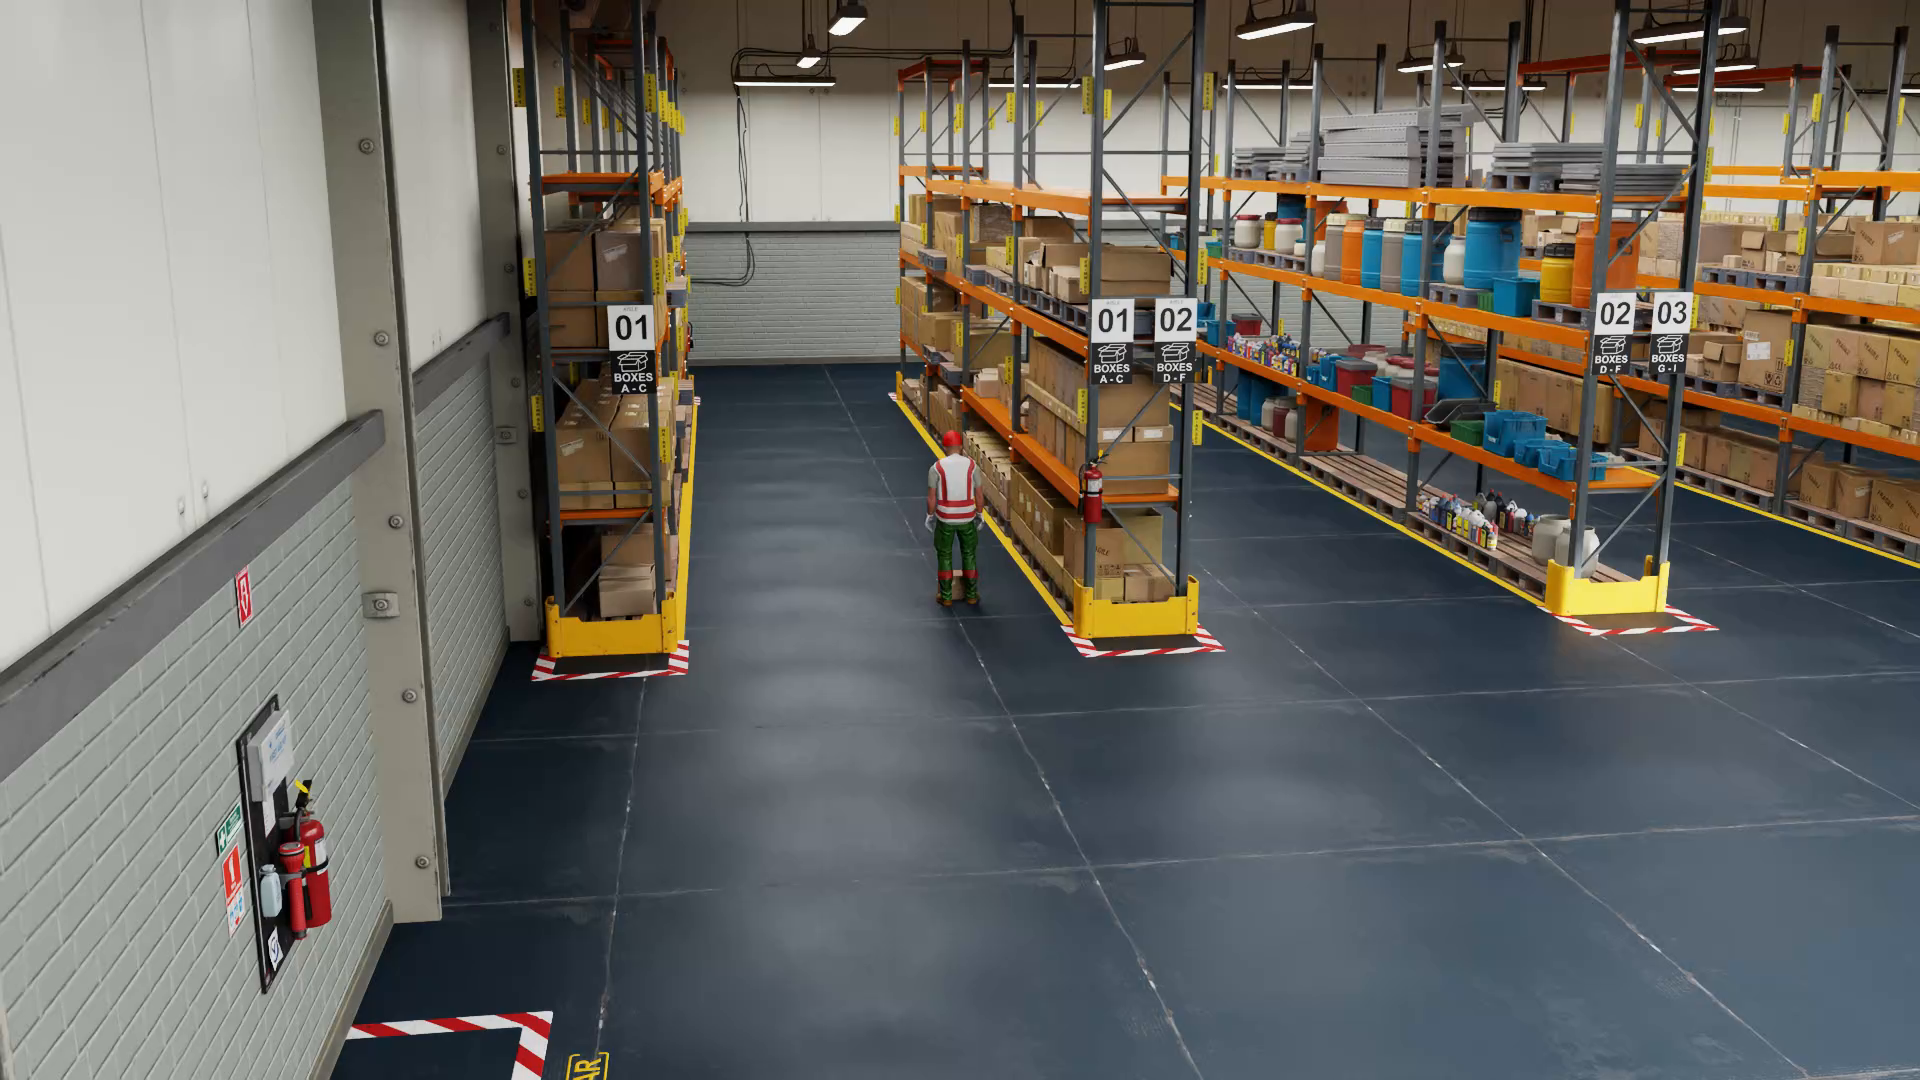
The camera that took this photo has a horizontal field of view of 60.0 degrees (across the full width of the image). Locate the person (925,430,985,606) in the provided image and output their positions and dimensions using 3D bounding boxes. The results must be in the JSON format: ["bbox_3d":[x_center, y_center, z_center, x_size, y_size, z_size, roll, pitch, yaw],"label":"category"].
[{"bbox_3d":[-0.048,-0.224,16.922,0.610,1.777,0.448,-2,13,-8],"label":"person"}]
